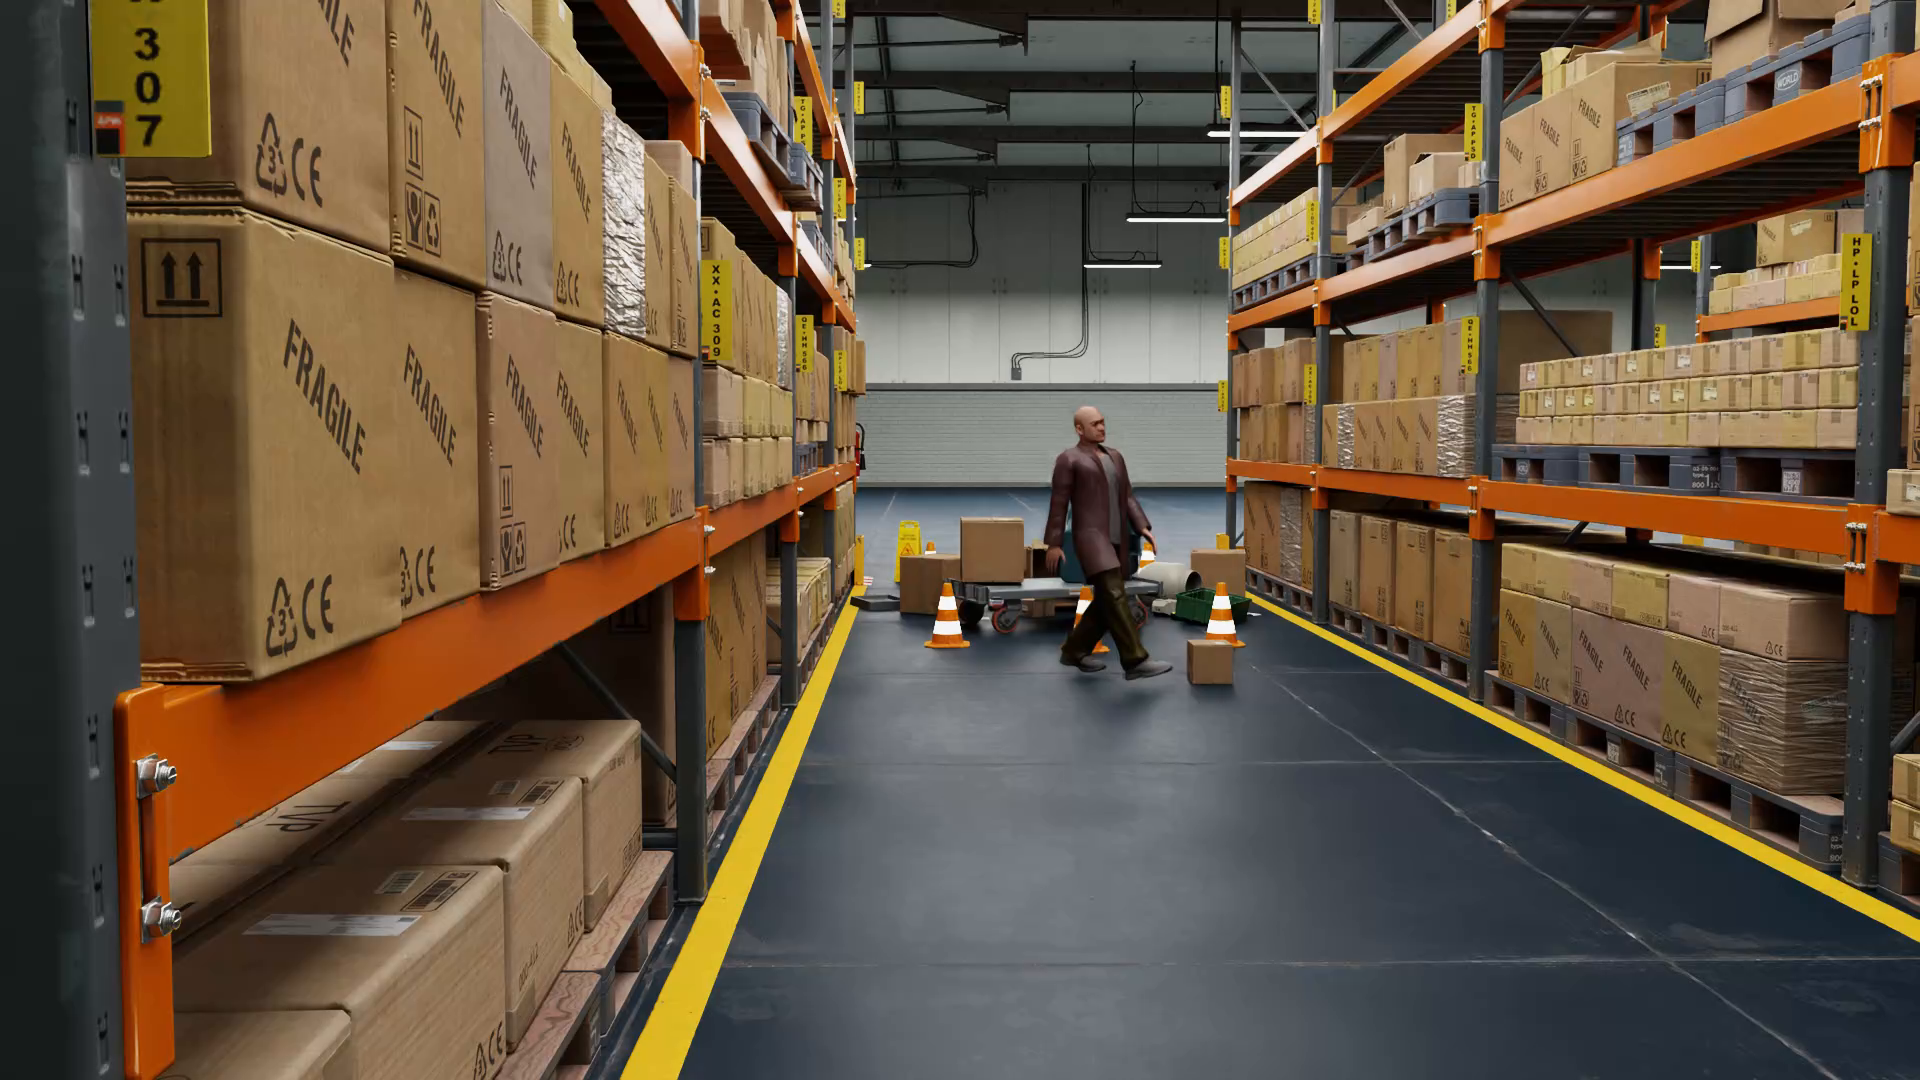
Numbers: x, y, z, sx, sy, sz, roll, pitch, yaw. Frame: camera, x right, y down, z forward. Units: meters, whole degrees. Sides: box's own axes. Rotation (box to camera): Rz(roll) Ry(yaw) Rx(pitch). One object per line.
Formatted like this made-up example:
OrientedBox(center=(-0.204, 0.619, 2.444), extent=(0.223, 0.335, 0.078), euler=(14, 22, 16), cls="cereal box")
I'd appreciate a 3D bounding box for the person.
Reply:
OrientedBox(center=(0.991, 0.013, 10.511), extent=(1.014, 1.718, 0.637), euler=(4, 5, 45), cls="person")
